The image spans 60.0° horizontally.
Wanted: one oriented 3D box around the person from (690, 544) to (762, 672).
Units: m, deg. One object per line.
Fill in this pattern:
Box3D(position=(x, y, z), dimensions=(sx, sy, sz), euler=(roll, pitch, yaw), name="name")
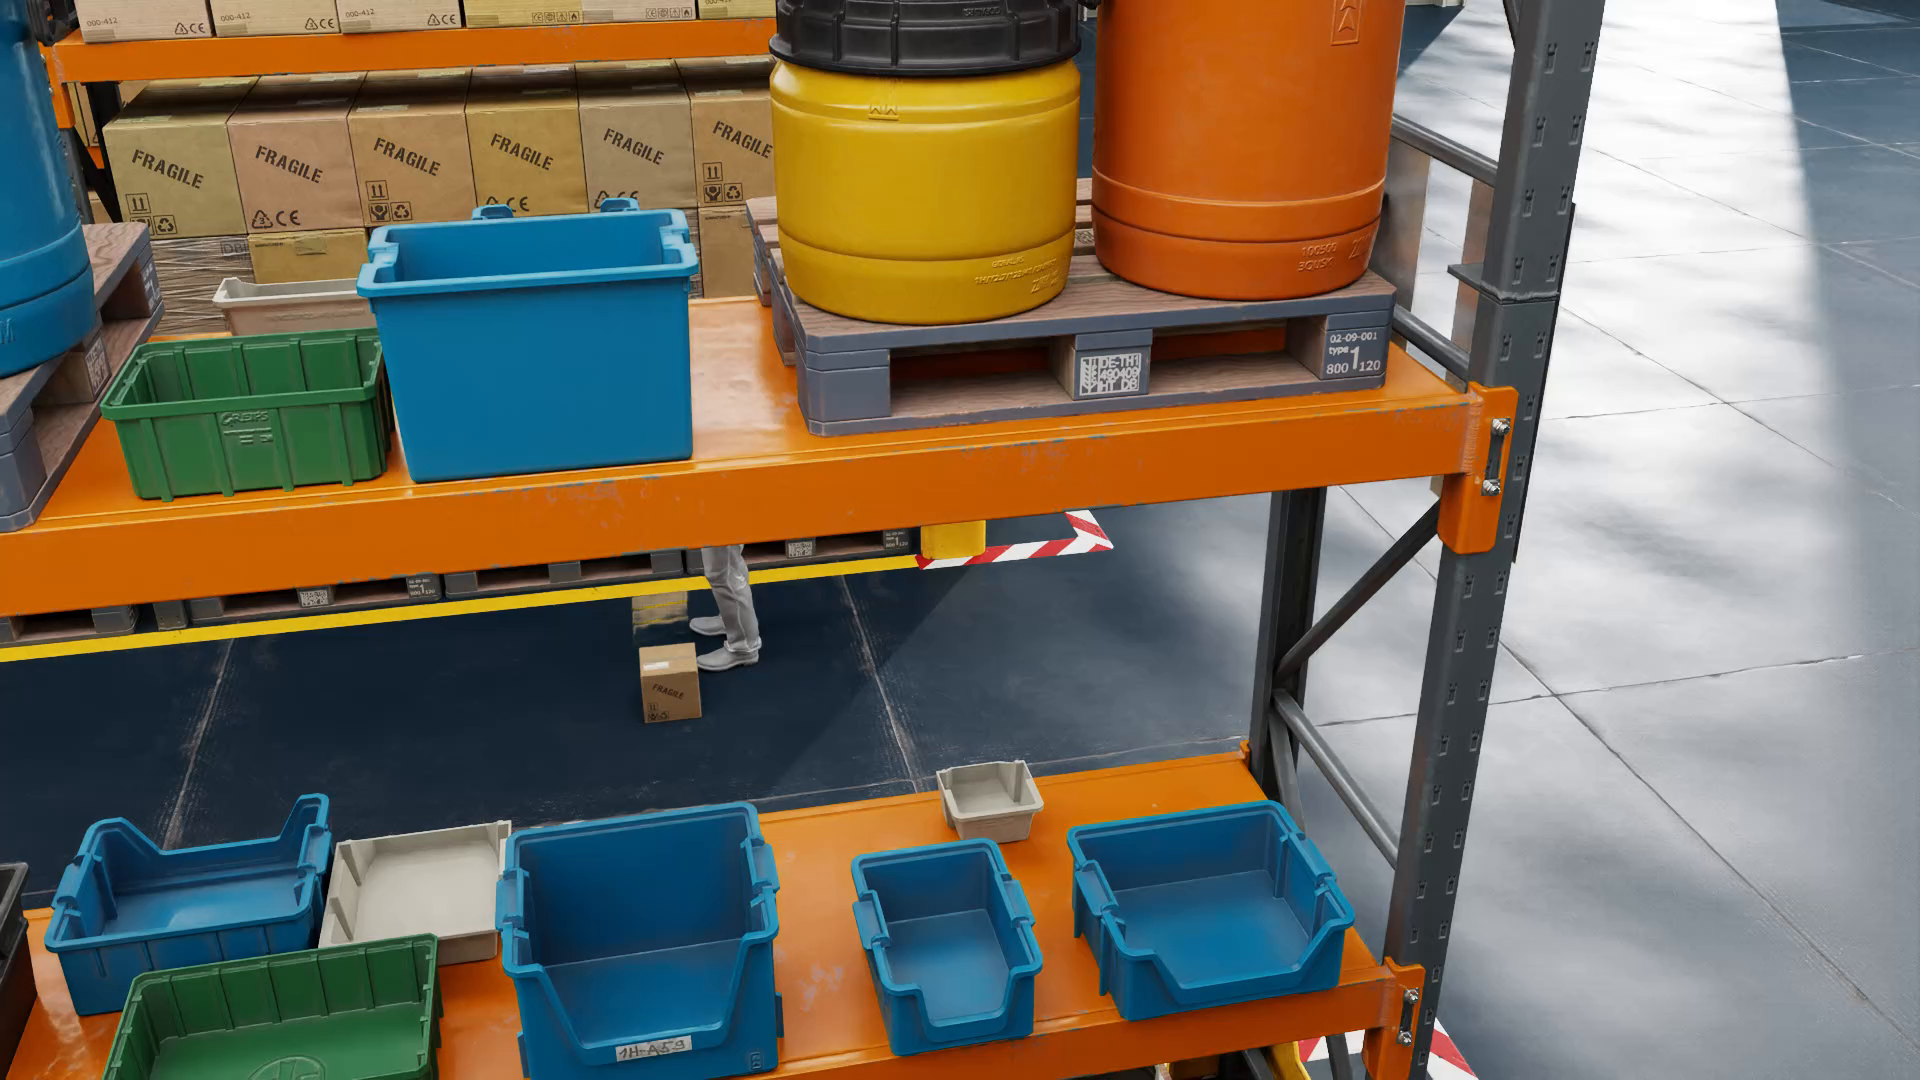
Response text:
Box3D(position=(-1.103, -0.246, 7.588), dimensions=(0.461, 1.759, 0.631), euler=(-6, 27, -12), name="person")
